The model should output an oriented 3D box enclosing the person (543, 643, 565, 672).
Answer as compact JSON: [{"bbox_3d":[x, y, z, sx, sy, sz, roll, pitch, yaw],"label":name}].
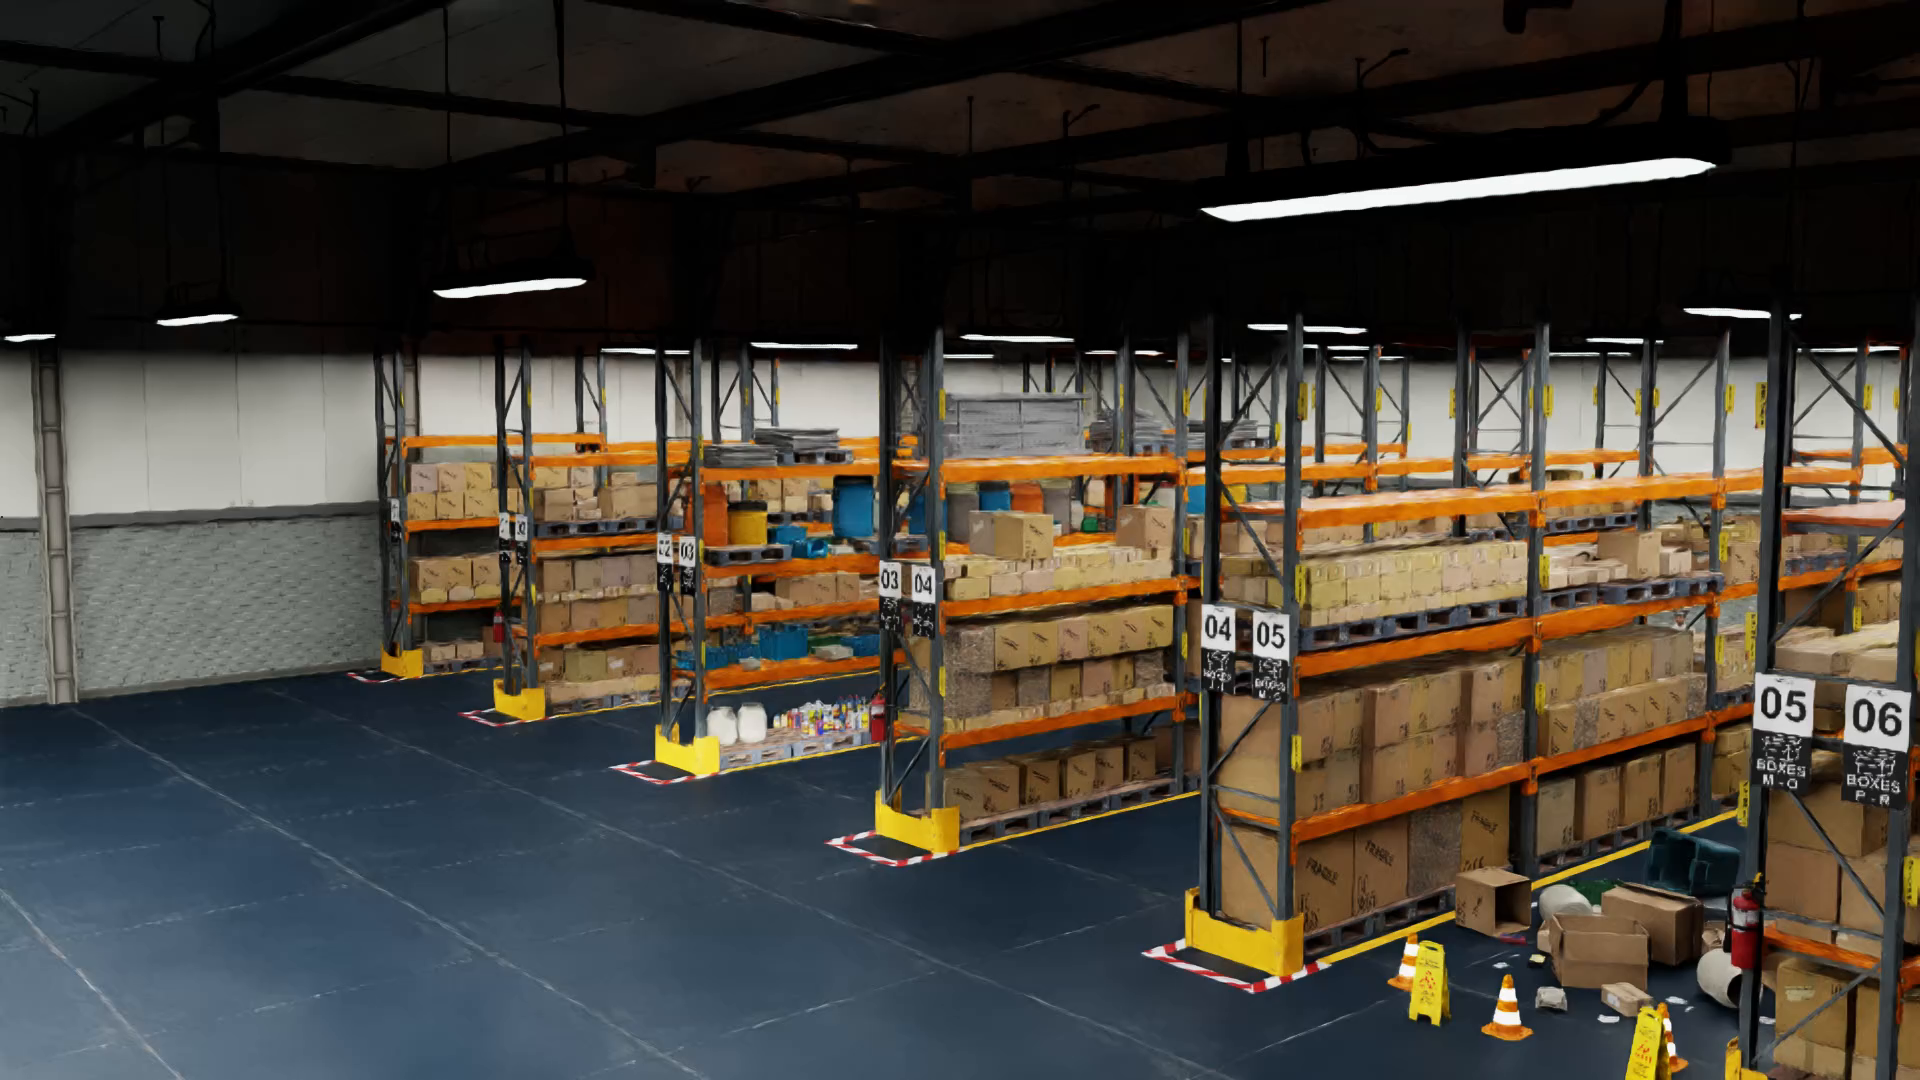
[{"bbox_3d":[-7.386,1.588,30.389,0.534,1.644,0.677,-5,7,-42],"label":"person"}]

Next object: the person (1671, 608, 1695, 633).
[{"bbox_3d":[11.701,1.895,26.943,0.997,1.625,0.500,-5,7,-41],"label":"person"}]
